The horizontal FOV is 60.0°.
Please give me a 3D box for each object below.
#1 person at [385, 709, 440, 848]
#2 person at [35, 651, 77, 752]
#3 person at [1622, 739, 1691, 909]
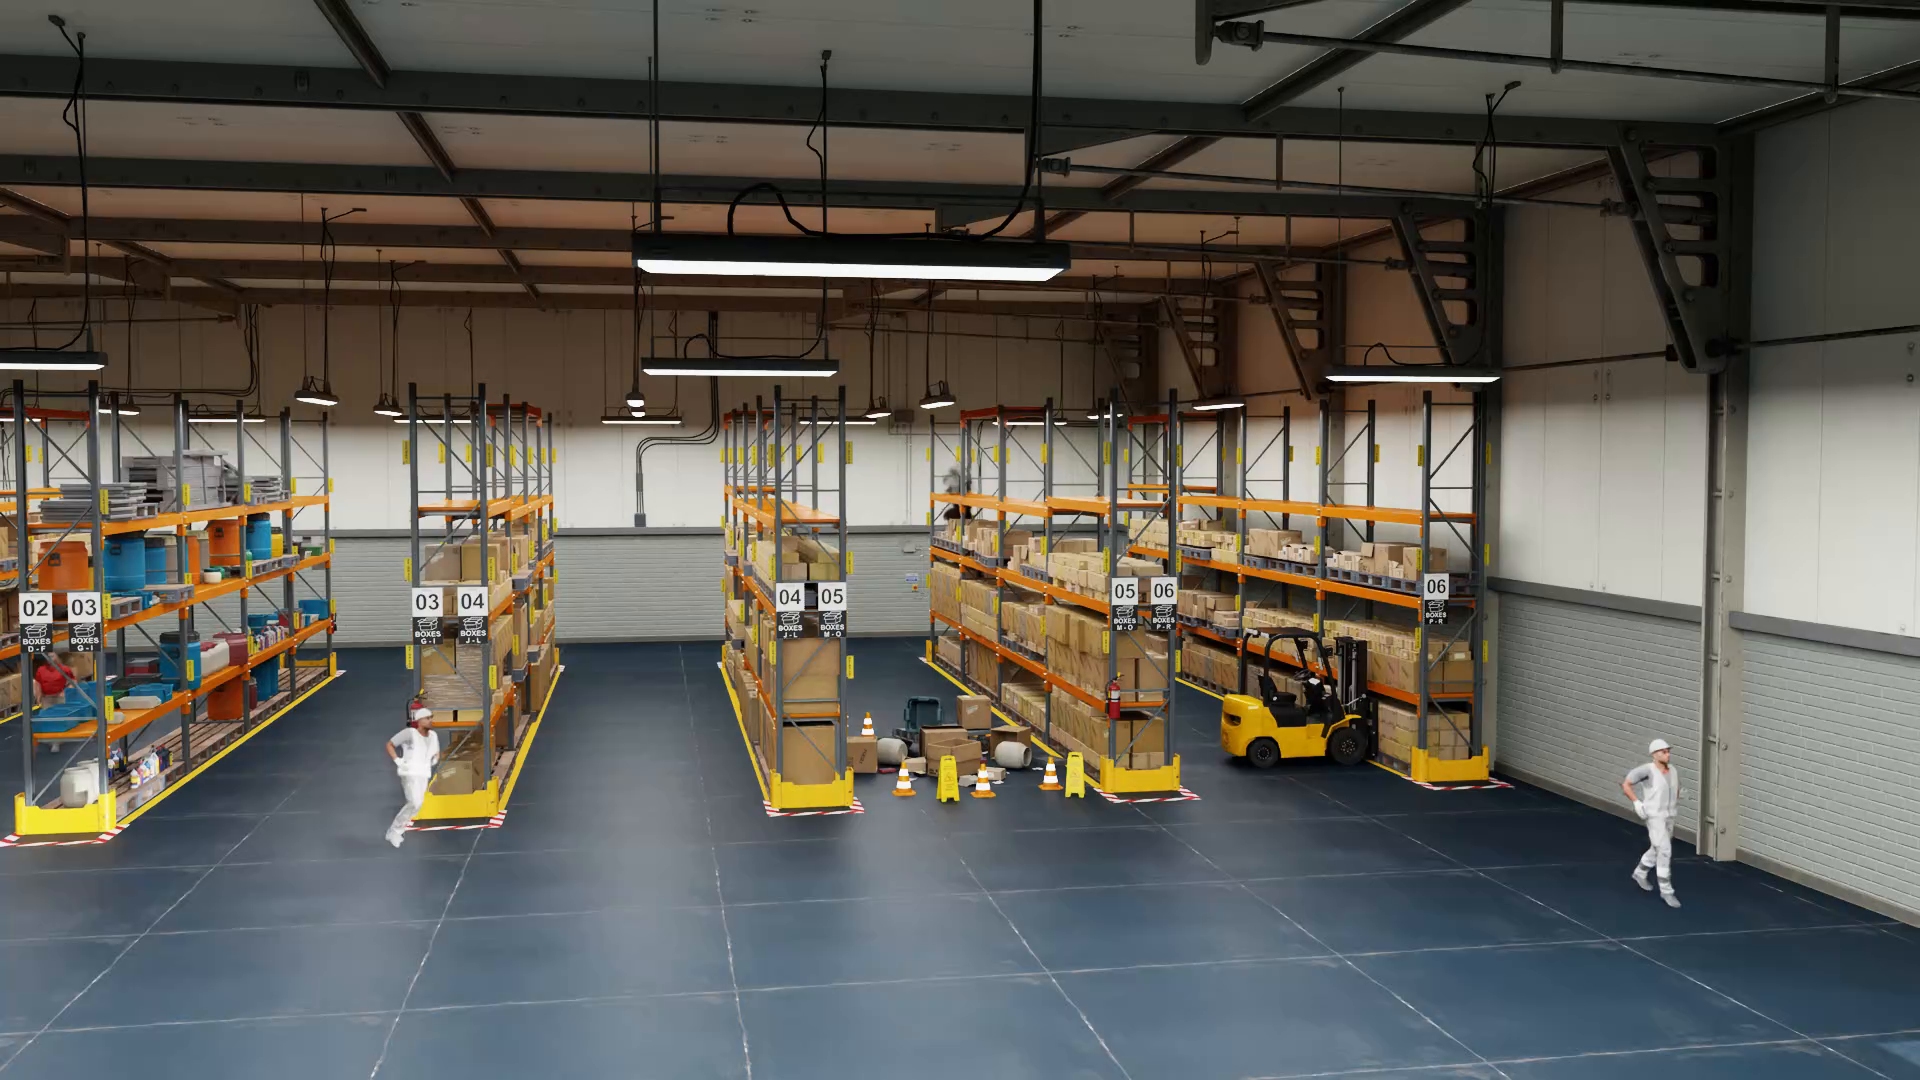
[{"bbox_3d":[-7.031,3.049,21.473,0.619,1.734,0.737,2,3,28],"label":"person"},{"bbox_3d":[-15.383,2.733,28.271,0.653,1.700,0.647,-1,3,-17],"label":"person"},{"bbox_3d":[7.867,3.148,18.733,0.640,1.824,0.814,-1,3,-24],"label":"person"}]
